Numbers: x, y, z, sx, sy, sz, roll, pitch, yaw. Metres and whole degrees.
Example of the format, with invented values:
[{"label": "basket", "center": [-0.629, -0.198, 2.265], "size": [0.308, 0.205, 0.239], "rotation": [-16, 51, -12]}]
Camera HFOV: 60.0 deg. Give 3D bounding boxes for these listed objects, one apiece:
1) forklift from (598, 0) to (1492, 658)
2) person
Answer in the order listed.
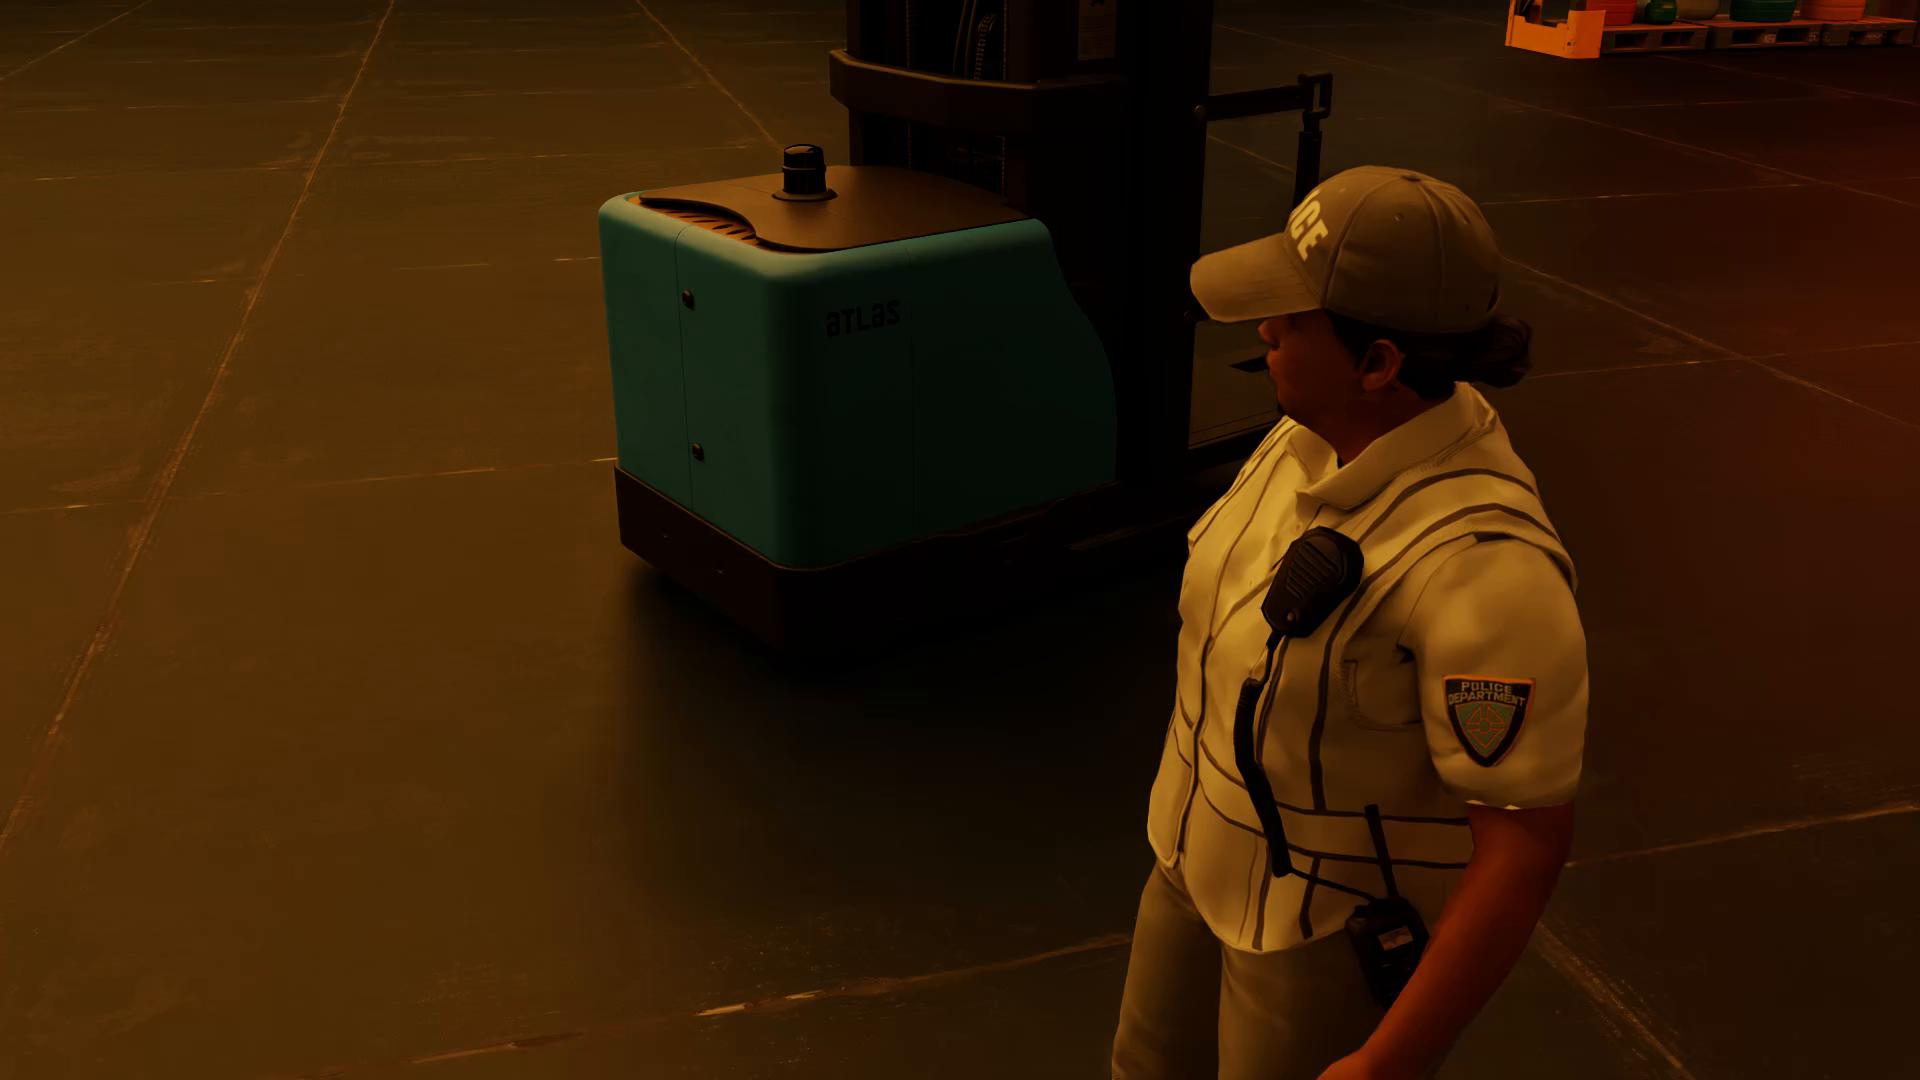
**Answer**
[{"label": "forklift", "center": [0.484, -1.493, 4.818], "size": [3.031, 2.935, 1.130], "rotation": [-17, 28, -34]}, {"label": "person", "center": [0.320, 0.396, 1.877], "size": [0.531, 1.669, 0.595], "rotation": [-7, 24, -16]}]
